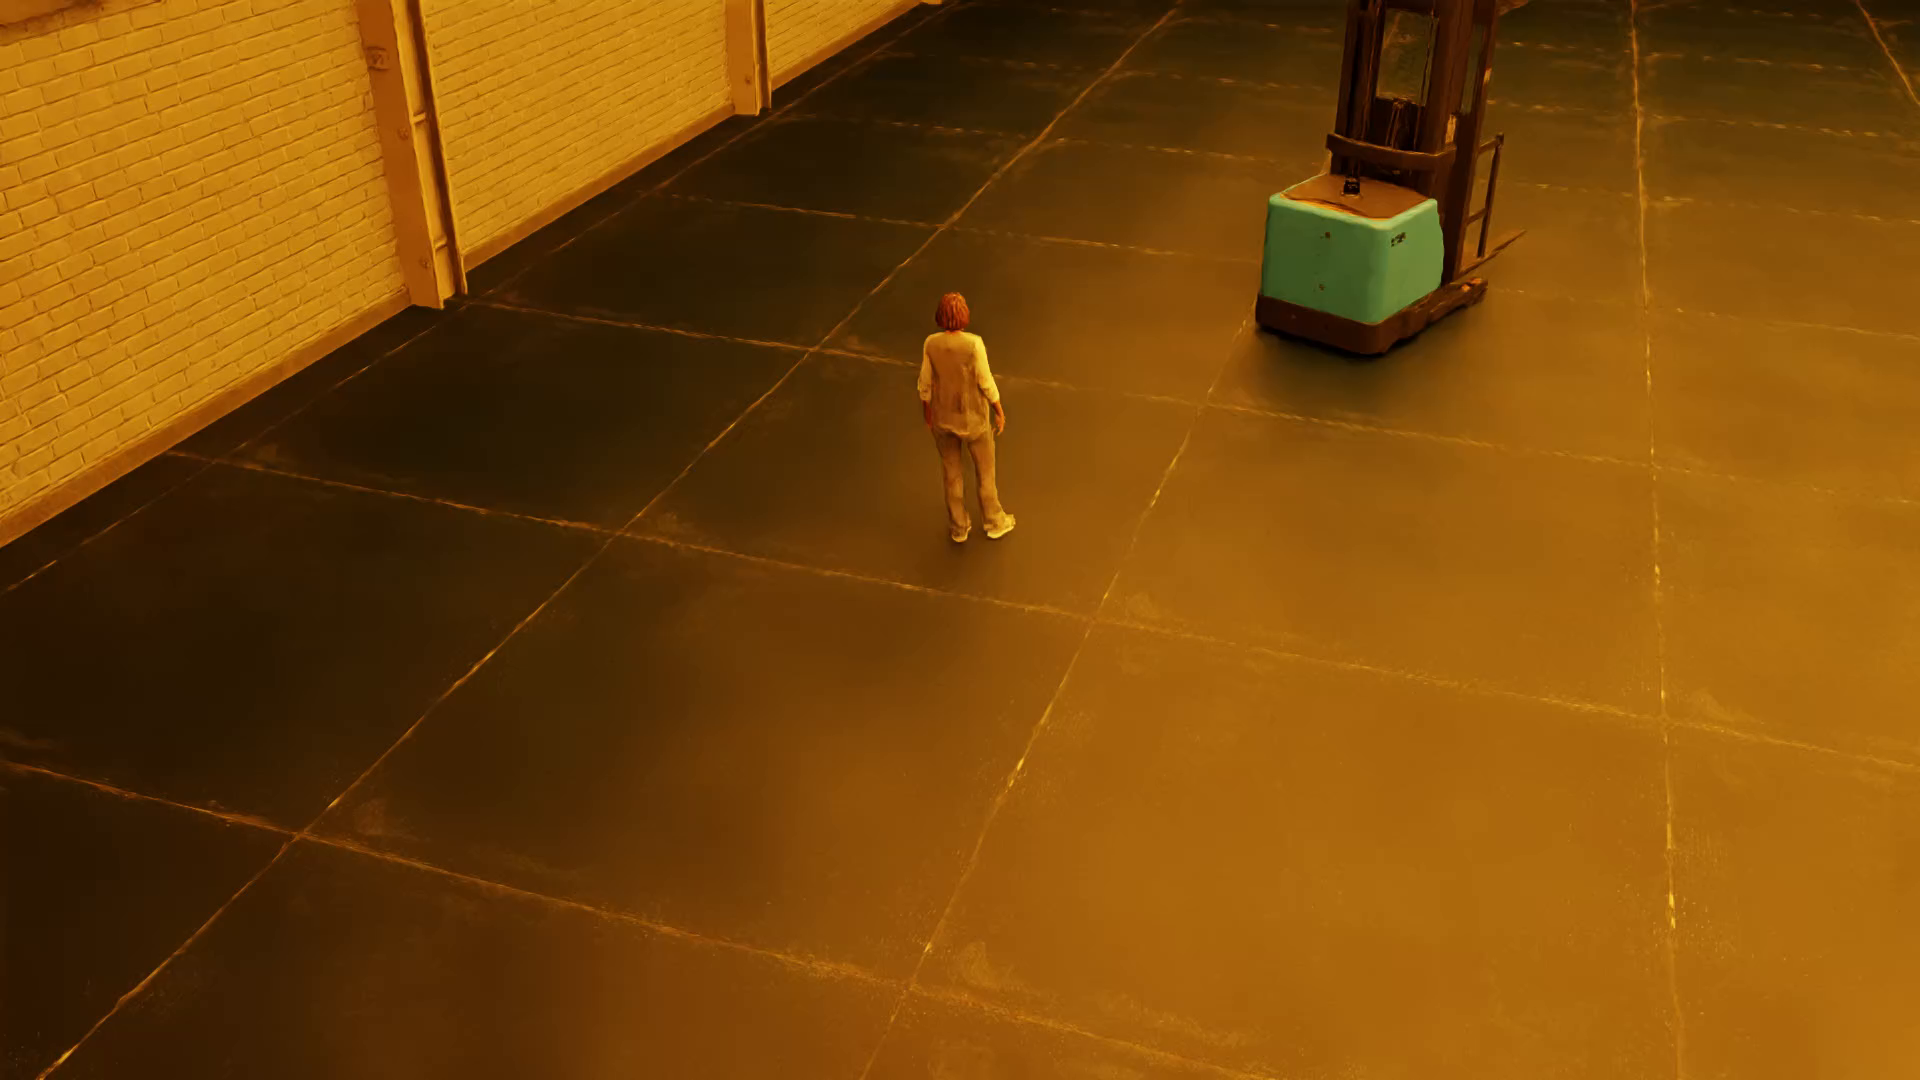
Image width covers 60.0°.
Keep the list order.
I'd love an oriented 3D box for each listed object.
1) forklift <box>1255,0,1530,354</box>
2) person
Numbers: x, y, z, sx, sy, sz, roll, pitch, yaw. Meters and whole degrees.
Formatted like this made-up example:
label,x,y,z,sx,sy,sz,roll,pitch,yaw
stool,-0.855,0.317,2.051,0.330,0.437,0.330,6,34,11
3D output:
label,x,y,z,sx,sy,sz,roll,pitch,yaw
forklift,3.644,-3.310,12.943,1.130,2.935,3.031,23,37,35
person,0.037,-0.732,9.754,0.521,1.597,0.474,10,31,16
